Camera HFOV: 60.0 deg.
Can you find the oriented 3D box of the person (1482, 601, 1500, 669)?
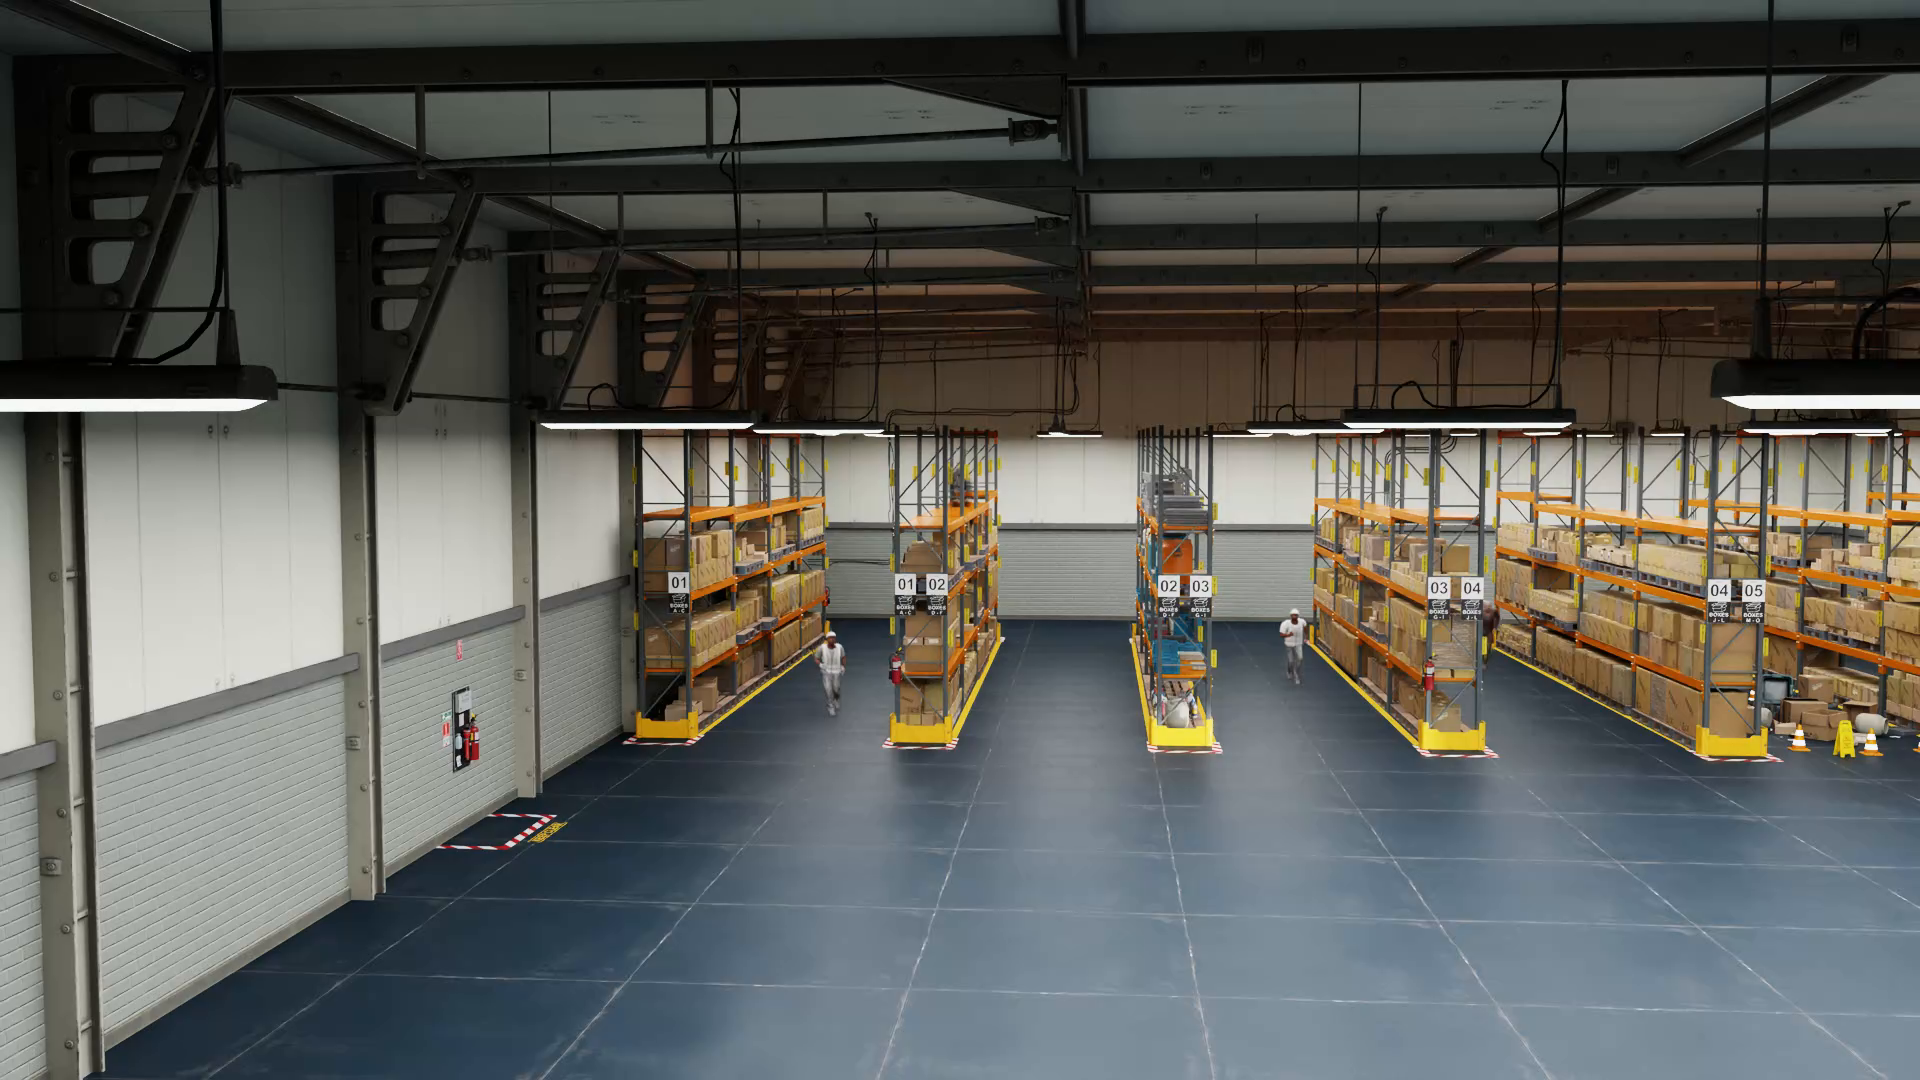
[{"bbox_3d":[13.212,2.373,41.913,0.712,1.726,0.883,0,3,0],"label":"person"}]

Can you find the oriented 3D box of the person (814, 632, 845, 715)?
[{"bbox_3d":[-2.697,2.773,34.615,0.667,1.746,0.633,-1,3,-11],"label":"person"}]

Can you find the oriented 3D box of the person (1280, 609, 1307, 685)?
[{"bbox_3d":[7.857,2.499,39.139,0.729,1.793,0.839,0,3,-4],"label":"person"}]
